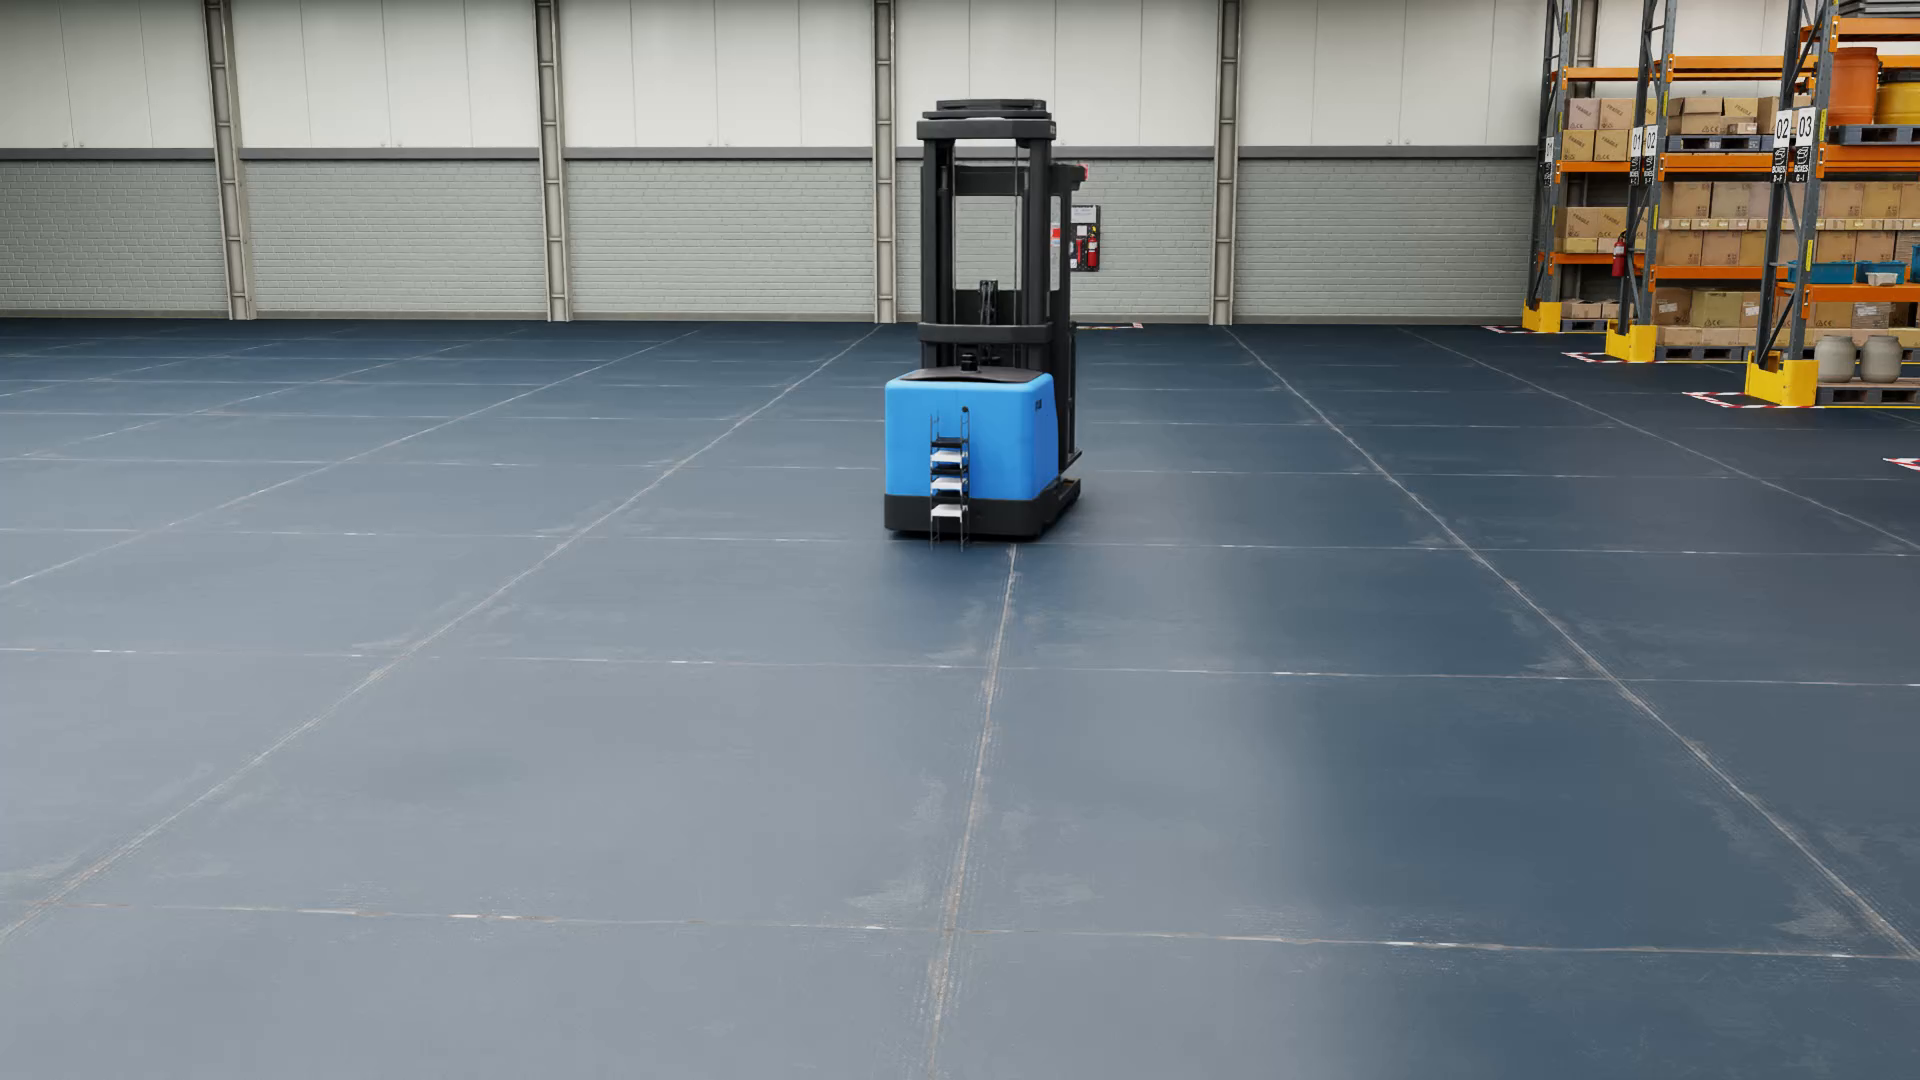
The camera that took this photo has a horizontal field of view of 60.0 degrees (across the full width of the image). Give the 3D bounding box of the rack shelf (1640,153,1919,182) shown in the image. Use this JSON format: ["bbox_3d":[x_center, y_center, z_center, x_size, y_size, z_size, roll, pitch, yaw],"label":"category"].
[{"bbox_3d":[11.550,-5.154,23.012,4.000,0.370,1.077,1,12,4],"label":"rack shelf"}]

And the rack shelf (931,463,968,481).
[{"bbox_3d":[-0.066,-0.444,10.916,0.200,0.077,0.258,2,12,11],"label":"rack shelf"}]

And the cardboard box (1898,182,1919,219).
[{"bbox_3d":[13.102,-4.699,22.994,0.500,0.500,0.700,1,12,4],"label":"cardboard box"}]

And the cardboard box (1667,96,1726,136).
[{"bbox_3d":[10.127,-5.849,22.959,0.637,0.503,0.797,2,12,8],"label":"cardboard box"}]

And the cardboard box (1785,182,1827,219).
[{"bbox_3d":[11.600,-4.720,23.093,0.500,0.500,0.700,1,12,4],"label":"cardboard box"}]

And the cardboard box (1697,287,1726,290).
[{"bbox_3d":[12.834,-4.020,28.192,0.500,0.500,0.500,0,12,-1],"label":"cardboard box"}]

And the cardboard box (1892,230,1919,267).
[{"bbox_3d":[13.102,-4.064,23.127,0.500,0.500,0.700,0,12,2],"label":"cardboard box"}]

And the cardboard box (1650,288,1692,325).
[{"bbox_3d":[10.109,-3.345,23.793,0.500,0.500,0.500,1,12,4],"label":"cardboard box"}]

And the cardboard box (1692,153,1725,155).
[{"bbox_3d":[12.293,-6.515,27.469,0.500,0.500,0.500,0,12,2],"label":"cardboard box"}]

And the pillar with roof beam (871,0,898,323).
[{"bbox_3d":[-1.623,-7.466,24.979,0.400,9.000,9.100,1,12,4],"label":"pillar with roof beam"}]

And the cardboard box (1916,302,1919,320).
[{"bbox_3d":[16.138,-3.991,28.050,0.500,0.500,0.700,1,12,3],"label":"cardboard box"}]

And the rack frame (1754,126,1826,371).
[{"bbox_3d":[9.219,-3.053,18.539,0.127,3.000,1.000,1,12,4],"label":"rack frame"}]

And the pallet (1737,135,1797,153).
[{"bbox_3d":[11.478,-5.459,22.929,1.213,0.211,1.003,1,12,4],"label":"pallet"}]

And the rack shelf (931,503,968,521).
[{"bbox_3d":[-0.066,-0.180,10.972,0.200,0.077,0.258,2,12,11],"label":"rack shelf"}]

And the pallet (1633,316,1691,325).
[{"bbox_3d":[11.980,-3.676,28.325,1.213,0.211,1.003,1,12,4],"label":"pallet"}]

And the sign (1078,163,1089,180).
[{"bbox_3d":[2.187,-6.523,29.465,0.199,0.298,0.001,1,12,4],"label":"sign"}]

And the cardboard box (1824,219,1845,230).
[{"bbox_3d":[11.993,-4.355,22.931,0.250,0.149,0.380,1,12,5],"label":"cardboard box"}]

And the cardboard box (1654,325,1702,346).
[{"bbox_3d":[10.074,-2.872,23.362,0.500,0.250,0.500,1,12,4],"label":"cardboard box"}]

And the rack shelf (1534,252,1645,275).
[{"bbox_3d":[11.877,-4.698,28.157,4.000,0.370,1.077,1,12,4],"label":"rack shelf"}]

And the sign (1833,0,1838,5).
[{"bbox_3d":[9.178,-5.775,17.409,0.005,0.325,0.100,1,12,4],"label":"sign"}]

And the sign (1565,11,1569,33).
[{"bbox_3d":[9.845,-8.399,26.966,0.005,0.325,0.100,1,12,4],"label":"sign"}]

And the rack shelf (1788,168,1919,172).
[{"bbox_3d":[15.868,-6.111,27.588,4.000,0.370,1.077,1,12,4],"label":"rack shelf"}]

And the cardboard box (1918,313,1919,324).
[{"bbox_3d":[13.968,-3.198,23.549,0.500,0.311,0.500,1,12,4],"label":"cardboard box"}]

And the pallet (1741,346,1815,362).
[{"bbox_3d":[11.534,-2.681,23.570,1.213,0.211,1.003,1,12,4],"label":"pallet"}]

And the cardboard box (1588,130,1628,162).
[{"bbox_3d":[10.732,-6.534,27.559,0.500,0.500,0.500,2,12,8],"label":"cardboard box"}]

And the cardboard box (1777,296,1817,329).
[{"bbox_3d":[11.571,-3.218,23.185,0.500,0.500,0.500,1,12,4],"label":"cardboard box"}]

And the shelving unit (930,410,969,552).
[{"bbox_3d":[-0.066,-0.389,10.928,0.210,0.900,0.258,2,12,11],"label":"shelving unit"}]

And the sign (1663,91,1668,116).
[{"bbox_3d":[9.511,-5.887,22.430,0.005,0.325,0.100,1,12,4],"label":"sign"}]

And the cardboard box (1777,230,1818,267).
[{"bbox_3d":[11.564,-4.085,23.224,0.500,0.500,0.700,1,12,5],"label":"cardboard box"}]

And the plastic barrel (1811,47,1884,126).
[{"bbox_3d":[9.713,-4.957,18.237,0.708,0.830,0.600,1,12,4],"label":"plastic barrel"}]

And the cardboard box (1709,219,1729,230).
[{"bbox_3d":[10.444,-4.376,23.031,0.250,0.149,0.380,1,12,4],"label":"cardboard box"}]

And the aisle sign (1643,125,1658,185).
[{"bbox_3d":[9.468,-5.276,22.815,0.004,0.787,0.394,1,12,4],"label":"aisle sign"}]

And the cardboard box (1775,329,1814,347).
[{"bbox_3d":[11.571,-2.851,23.262,0.500,0.250,0.500,1,12,4],"label":"cardboard box"}]

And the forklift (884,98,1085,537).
[{"bbox_3d":[0.310,-1.714,12.302,1.130,2.935,3.031,3,12,13],"label":"forklift"}]

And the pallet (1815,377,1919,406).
[{"bbox_3d":[10.109,-1.685,18.807,1.213,0.211,1.003,1,12,4],"label":"pallet"}]

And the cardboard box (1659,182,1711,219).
[{"bbox_3d":[10.072,-4.739,23.186,0.500,0.500,0.700,1,12,4],"label":"cardboard box"}]

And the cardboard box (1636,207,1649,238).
[{"bbox_3d":[11.345,-5.296,27.744,0.500,0.500,0.500,0,12,2],"label":"cardboard box"}]

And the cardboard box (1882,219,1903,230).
[{"bbox_3d":[12.752,-4.344,22.879,0.250,0.149,0.380,0,12,2],"label":"cardboard box"}]

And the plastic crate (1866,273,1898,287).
[{"bbox_3d":[10.091,-2.846,18.193,0.250,0.136,0.298,1,12,4],"label":"plastic crate"}]

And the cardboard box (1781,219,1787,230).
[{"bbox_3d":[11.216,-4.365,22.981,0.250,0.149,0.380,1,12,3],"label":"cardboard box"}]

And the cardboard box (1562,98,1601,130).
[{"bbox_3d":[10.250,-7.039,27.530,0.500,0.500,0.500,0,12,0],"label":"cardboard box"}]

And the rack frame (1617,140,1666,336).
[{"bbox_3d":[9.554,-4.065,23.376,0.127,3.000,1.000,1,12,4],"label":"rack frame"}]

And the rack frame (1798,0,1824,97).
[{"bbox_3d":[13.873,-7.959,27.338,0.127,3.000,1.000,1,12,4],"label":"rack frame"}]

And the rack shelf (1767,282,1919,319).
[{"bbox_3d":[11.215,-2.674,18.481,4.000,0.370,1.077,1,12,4],"label":"rack shelf"}]

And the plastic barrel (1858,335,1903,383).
[{"bbox_3d":[10.381,-2.041,18.749,0.421,0.512,0.421,0,12,0],"label":"plastic barrel"}]

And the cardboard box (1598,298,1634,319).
[{"bbox_3d":[11.135,-3.941,28.274,0.500,0.311,0.500,2,12,8],"label":"cardboard box"}]

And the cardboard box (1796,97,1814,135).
[{"bbox_3d":[11.910,-5.852,22.970,0.637,0.503,0.797,2,12,10],"label":"cardboard box"}]

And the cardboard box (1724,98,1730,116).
[{"bbox_3d":[12.285,-7.001,27.348,0.500,0.500,0.500,0,12,2],"label":"cardboard box"}]

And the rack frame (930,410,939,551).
[{"bbox_3d":[-0.166,-0.393,10.948,0.006,0.900,0.240,2,12,11],"label":"rack frame"}]

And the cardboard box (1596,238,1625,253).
[{"bbox_3d":[10.866,-4.938,27.865,0.500,0.250,0.500,0,12,2],"label":"cardboard box"}]

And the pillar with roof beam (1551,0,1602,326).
[{"bbox_3d":[10.350,-7.301,24.194,0.400,9.000,9.100,1,12,4],"label":"pillar with roof beam"}]

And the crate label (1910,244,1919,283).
[{"bbox_3d":[11.074,-3.101,18.679,0.616,0.435,0.502,1,12,4],"label":"crate label"}]

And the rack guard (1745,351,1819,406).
[{"bbox_3d":[9.298,-1.838,18.836,0.348,0.500,1.175,1,12,4],"label":"rack guard"}]

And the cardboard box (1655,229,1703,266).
[{"bbox_3d":[10.019,-4.105,23.323,0.500,0.500,0.700,1,12,4],"label":"cardboard box"}]

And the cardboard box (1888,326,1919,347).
[{"bbox_3d":[13.068,-2.832,23.170,0.500,0.250,0.500,1,12,4],"label":"cardboard box"}]
